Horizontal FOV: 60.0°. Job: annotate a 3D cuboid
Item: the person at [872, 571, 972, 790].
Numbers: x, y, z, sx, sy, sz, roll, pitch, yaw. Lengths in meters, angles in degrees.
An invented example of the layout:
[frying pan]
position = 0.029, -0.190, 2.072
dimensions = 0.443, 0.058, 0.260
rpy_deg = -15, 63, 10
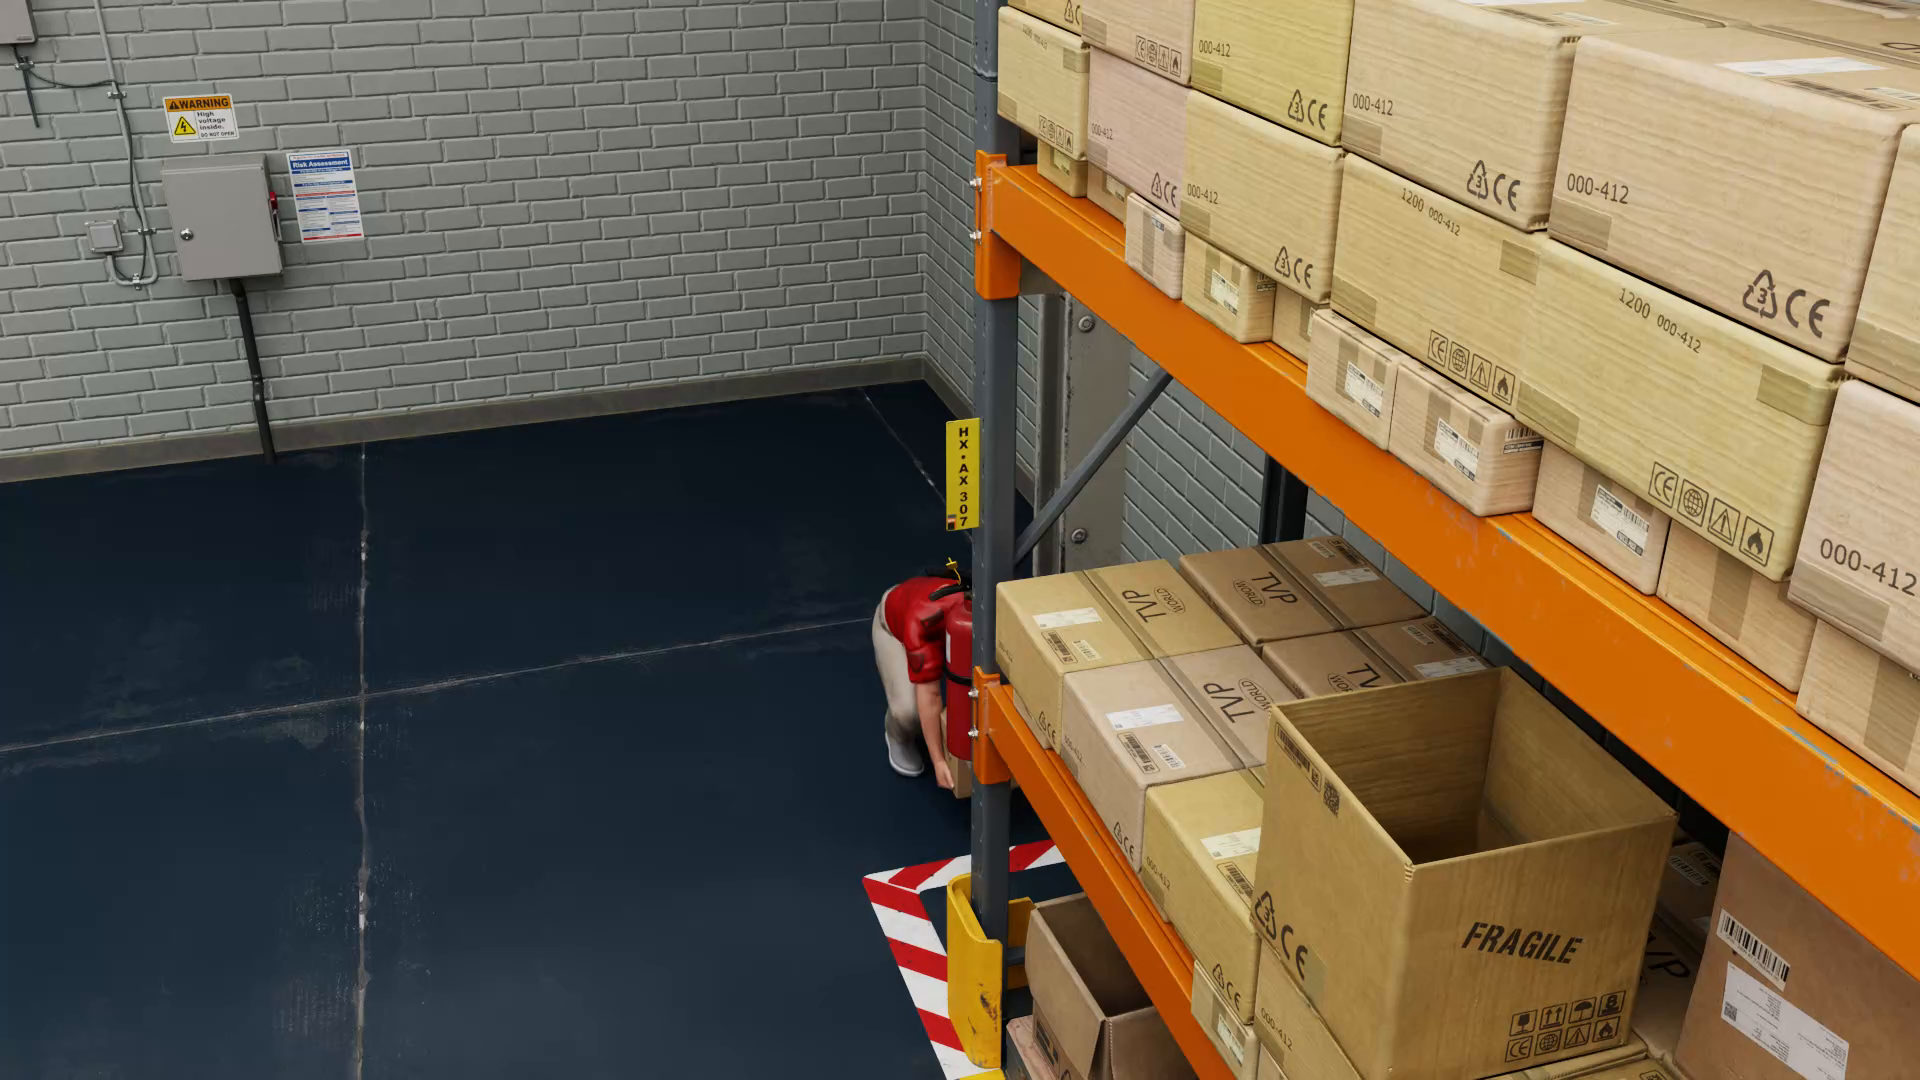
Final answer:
[person]
position = -0.036, 0.494, 6.489
dimensions = 0.530, 0.980, 0.904
rpy_deg = -9, 28, -17
